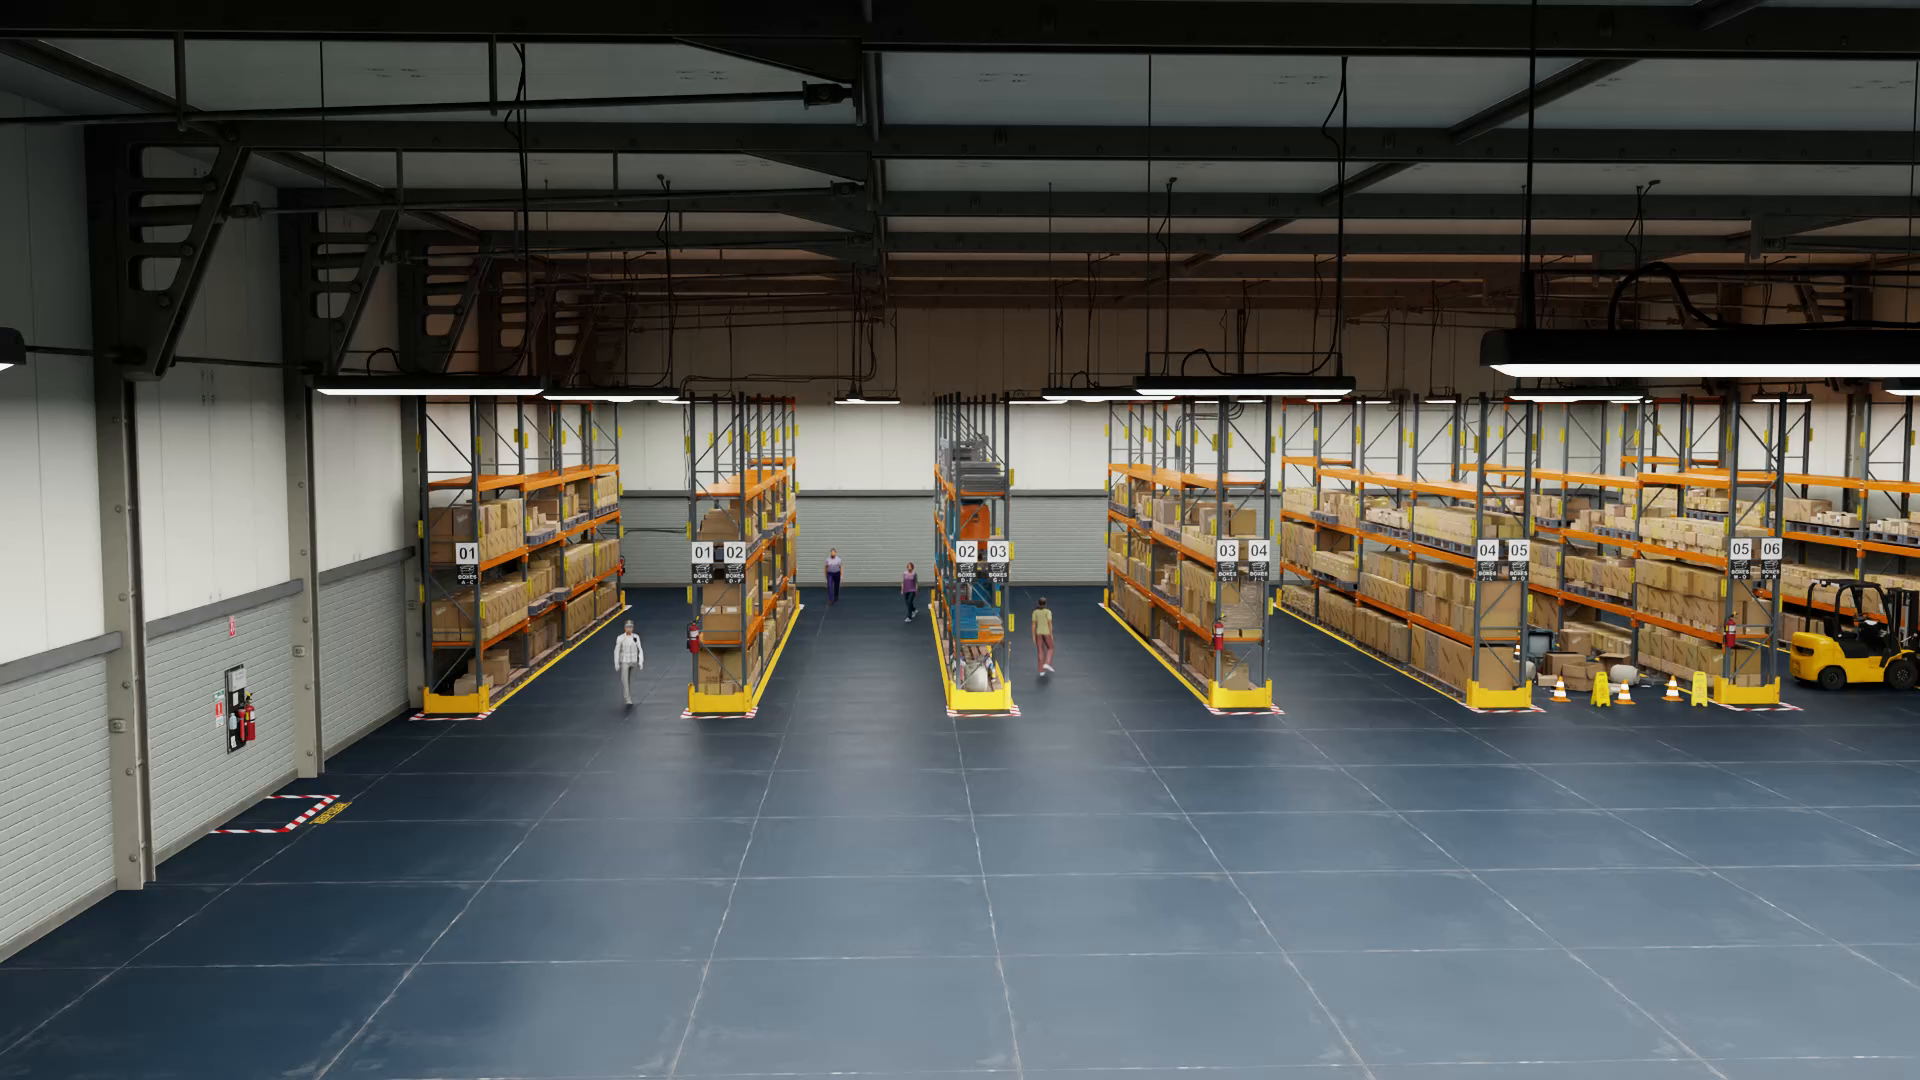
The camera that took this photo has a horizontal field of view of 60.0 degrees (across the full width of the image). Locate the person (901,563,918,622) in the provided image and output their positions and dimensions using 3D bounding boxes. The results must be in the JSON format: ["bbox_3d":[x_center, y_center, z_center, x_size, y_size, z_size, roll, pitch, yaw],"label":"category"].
[{"bbox_3d":[-1.314,1.423,44.386,0.409,1.448,0.866,2,5,26],"label":"person"}]

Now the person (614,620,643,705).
[{"bbox_3d":[-6.311,2.339,31.791,0.518,1.624,1.036,-3,5,-32],"label":"person"}]

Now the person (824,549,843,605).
[{"bbox_3d":[-3.677,1.048,48.347,0.522,1.575,1.034,0,5,-6],"label":"person"}]

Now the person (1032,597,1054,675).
[{"bbox_3d":[1.771,2.044,35.463,0.497,1.658,0.457,1,5,12],"label":"person"}]
